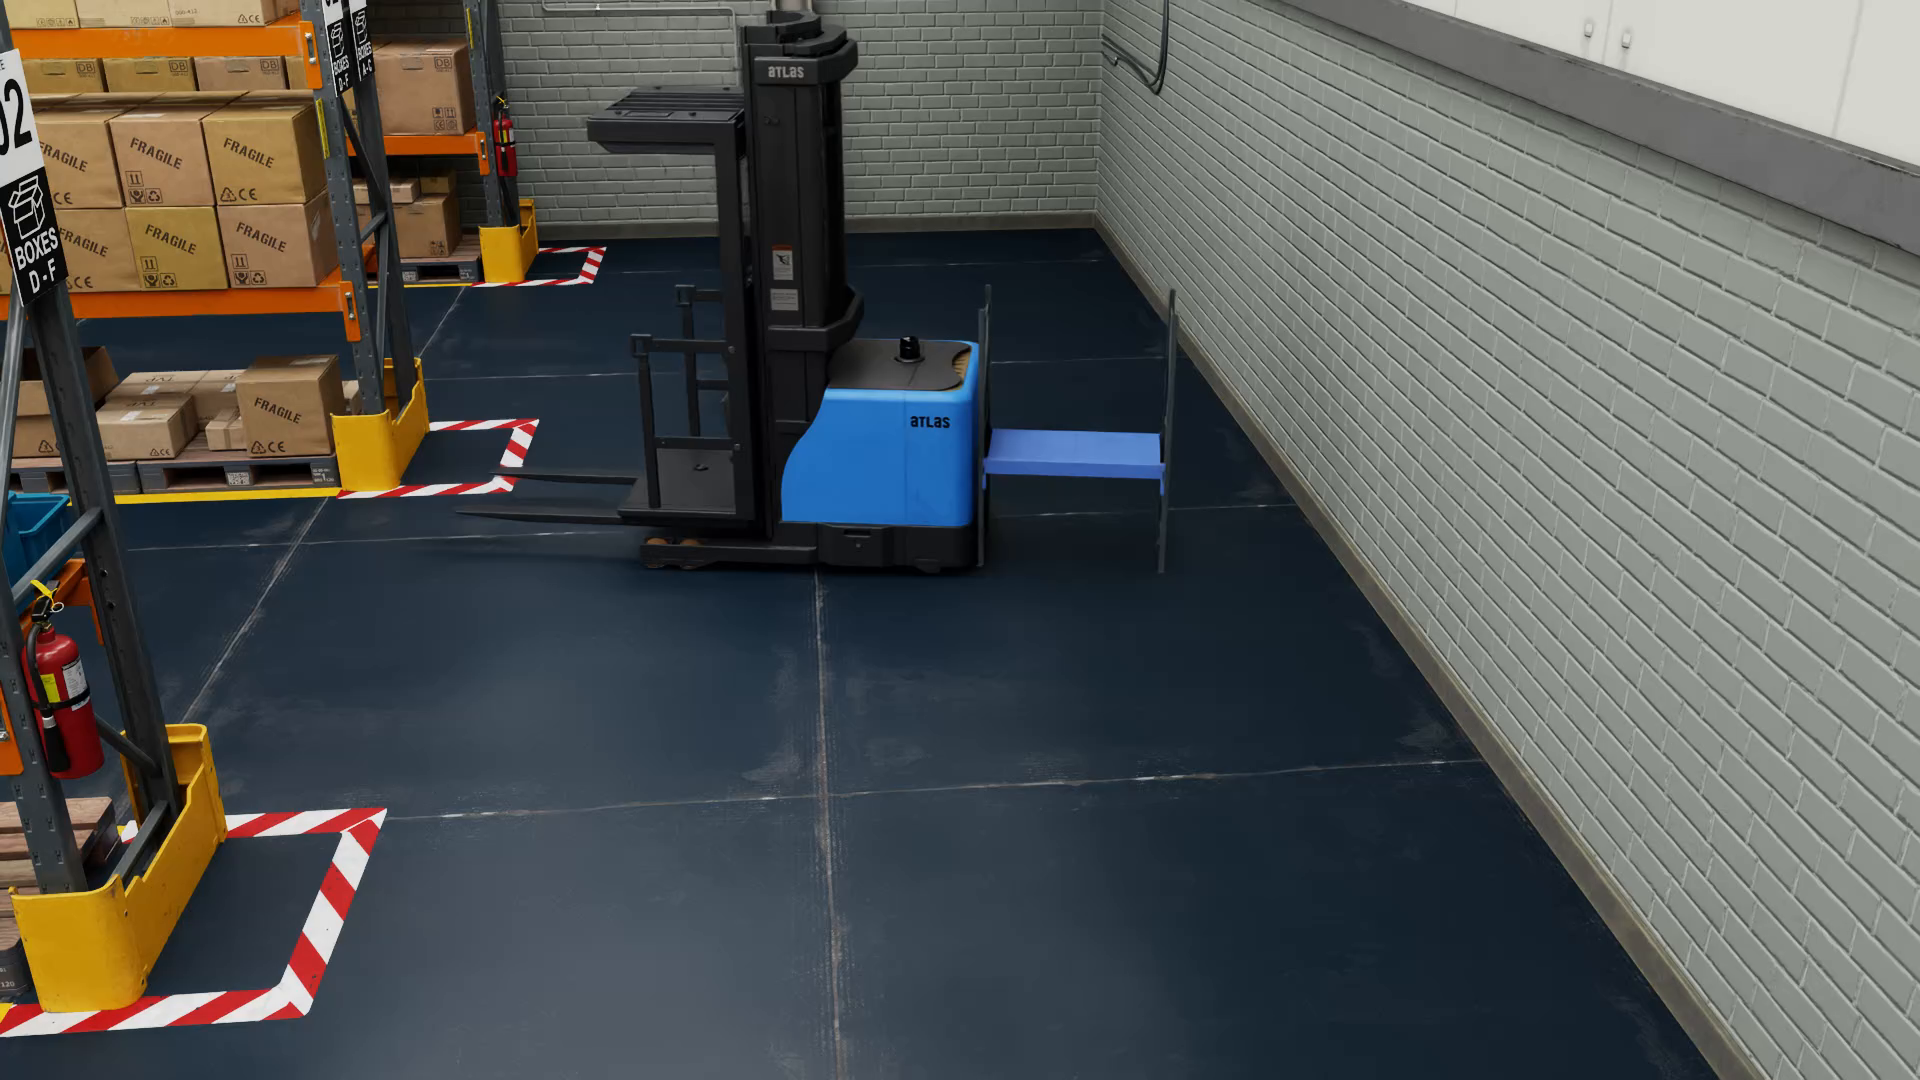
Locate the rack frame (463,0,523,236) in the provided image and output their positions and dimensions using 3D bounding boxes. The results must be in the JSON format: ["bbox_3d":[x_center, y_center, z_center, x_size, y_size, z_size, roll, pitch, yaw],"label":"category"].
[{"bbox_3d":[-4.186,-3.917,14.871,0.127,3.000,1.000,-2,24,-5],"label":"rack frame"}]

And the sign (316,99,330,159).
[{"bbox_3d":[-3.661,-2.364,9.560,0.005,0.325,0.100,-2,24,-5],"label":"sign"}]

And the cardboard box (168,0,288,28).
[{"bbox_3d":[-4.181,-3.090,9.501,0.500,0.250,0.500,-2,24,-5],"label":"cardboard box"}]

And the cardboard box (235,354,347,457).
[{"bbox_3d":[-4.213,-0.853,10.512,0.500,0.500,0.500,-2,24,-5],"label":"cardboard box"}]

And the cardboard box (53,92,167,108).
[{"bbox_3d":[-5.181,-2.465,10.248,0.500,0.500,0.500,-2,24,-4],"label":"cardboard box"}]

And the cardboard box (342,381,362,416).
[{"bbox_3d":[-4.146,-0.936,11.131,0.250,0.149,0.380,-2,24,-5],"label":"cardboard box"}]

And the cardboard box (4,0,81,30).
[{"bbox_3d":[-5.176,-3.050,9.410,0.500,0.250,0.500,-2,24,-5],"label":"cardboard box"}]

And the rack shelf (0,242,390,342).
[{"bbox_3d":[-5.686,-1.507,10.333,4.000,0.370,1.077,-2,24,-5],"label":"rack shelf"}]

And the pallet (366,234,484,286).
[{"bbox_3d":[-4.974,-2.580,15.294,1.213,0.211,1.003,-2,24,-5],"label":"pallet"}]

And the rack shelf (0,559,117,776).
[{"bbox_3d":[-5.203,0.496,5.828,4.000,0.370,1.077,-2,24,-5],"label":"rack shelf"}]

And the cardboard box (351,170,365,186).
[{"bbox_3d":[-5.522,-3.251,15.132,0.250,0.149,0.380,-2,24,-5],"label":"cardboard box"}]

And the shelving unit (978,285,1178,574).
[{"bbox_3d":[0.644,-0.615,9.287,1.048,1.500,0.538,2,24,5],"label":"shelving unit"}]

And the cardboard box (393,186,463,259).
[{"bbox_3d":[-4.873,-2.899,15.139,0.500,0.500,0.700,-2,24,-5],"label":"cardboard box"}]

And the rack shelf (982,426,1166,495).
[{"bbox_3d":[0.644,-0.451,9.360,1.000,0.185,0.538,2,24,5],"label":"rack shelf"}]

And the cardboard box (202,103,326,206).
[{"bbox_3d":[-4.112,-2.289,9.853,0.500,0.500,0.500,-3,24,-6],"label":"cardboard box"}]

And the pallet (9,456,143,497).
[{"bbox_3d":[-5.776,-0.558,10.747,1.213,0.211,1.003,-2,24,-5],"label":"pallet"}]

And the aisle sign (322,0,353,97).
[{"bbox_3d":[-3.598,-2.982,9.566,0.004,0.787,0.394,-2,24,-5],"label":"aisle sign"}]

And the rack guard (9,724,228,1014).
[{"bbox_3d":[-3.190,1.223,6.383,0.348,0.500,1.175,-2,24,-5],"label":"rack guard"}]

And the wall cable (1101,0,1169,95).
[{"bbox_3d":[1.477,-5.321,14.466,0.112,2.526,3.097,-2,24,-5],"label":"wall cable"}]

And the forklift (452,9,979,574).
[{"bbox_3d":[-1.393,-1.383,9.253,3.031,2.935,1.130,2,24,5],"label":"forklift"}]

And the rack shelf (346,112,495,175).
[{"bbox_3d":[-6.177,-3.509,14.837,4.000,0.370,1.077,-2,24,-5],"label":"rack shelf"}]

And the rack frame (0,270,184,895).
[{"bbox_3d":[-3.213,0.087,5.861,0.127,3.000,1.000,-2,24,-5],"label":"rack frame"}]

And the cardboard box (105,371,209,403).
[{"bbox_3d":[-5.260,-0.913,10.955,0.500,0.250,0.500,-2,24,-5],"label":"cardboard box"}]

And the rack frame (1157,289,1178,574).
[{"bbox_3d":[1.150,-0.597,9.247,0.032,1.500,0.500,2,24,5],"label":"rack frame"}]

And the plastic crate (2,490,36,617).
[{"bbox_3d":[-3.528,0.132,5.642,0.499,0.435,0.616,-2,24,-5],"label":"plastic crate"}]

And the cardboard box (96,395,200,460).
[{"bbox_3d":[-5.161,-0.713,10.504,0.500,0.250,0.500,-2,24,-5],"label":"cardboard box"}]

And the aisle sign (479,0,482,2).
[{"bbox_3d":[-4.085,-4.987,14.076,0.004,0.787,0.394,-2,24,-5],"label":"aisle sign"}]

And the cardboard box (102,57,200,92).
[{"bbox_3d":[-6.899,-3.937,14.545,0.700,0.700,0.980,-3,24,-6],"label":"cardboard box"}]

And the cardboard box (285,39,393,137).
[{"bbox_3d":[-5.416,-3.997,14.679,0.700,0.700,0.980,-2,24,-6],"label":"cardboard box"}]

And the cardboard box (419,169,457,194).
[{"bbox_3d":[-4.769,-3.281,15.200,0.250,0.149,0.380,-2,24,-5],"label":"cardboard box"}]

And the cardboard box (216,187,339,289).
[{"bbox_3d":[-4.115,-1.833,10.058,0.500,0.500,0.500,-2,24,-4],"label":"cardboard box"}]

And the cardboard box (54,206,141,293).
[{"bbox_3d":[-5.128,-1.793,9.968,0.500,0.500,0.500,-2,24,-5],"label":"cardboard box"}]

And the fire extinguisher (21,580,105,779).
[{"bbox_3d":[-3.018,0.470,5.553,0.183,0.674,0.296,-2,24,-5],"label":"fire extinguisher"}]

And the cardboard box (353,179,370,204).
[{"bbox_3d":[-5.237,-3.106,14.807,0.250,0.149,0.380,-2,24,-4],"label":"cardboard box"}]

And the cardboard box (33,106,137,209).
[{"bbox_3d":[-5.130,-2.246,9.756,0.500,0.500,0.500,-2,24,-4],"label":"cardboard box"}]

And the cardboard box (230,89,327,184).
[{"bbox_3d":[-4.163,-2.507,10.343,0.500,0.500,0.500,-2,24,-4],"label":"cardboard box"}]
